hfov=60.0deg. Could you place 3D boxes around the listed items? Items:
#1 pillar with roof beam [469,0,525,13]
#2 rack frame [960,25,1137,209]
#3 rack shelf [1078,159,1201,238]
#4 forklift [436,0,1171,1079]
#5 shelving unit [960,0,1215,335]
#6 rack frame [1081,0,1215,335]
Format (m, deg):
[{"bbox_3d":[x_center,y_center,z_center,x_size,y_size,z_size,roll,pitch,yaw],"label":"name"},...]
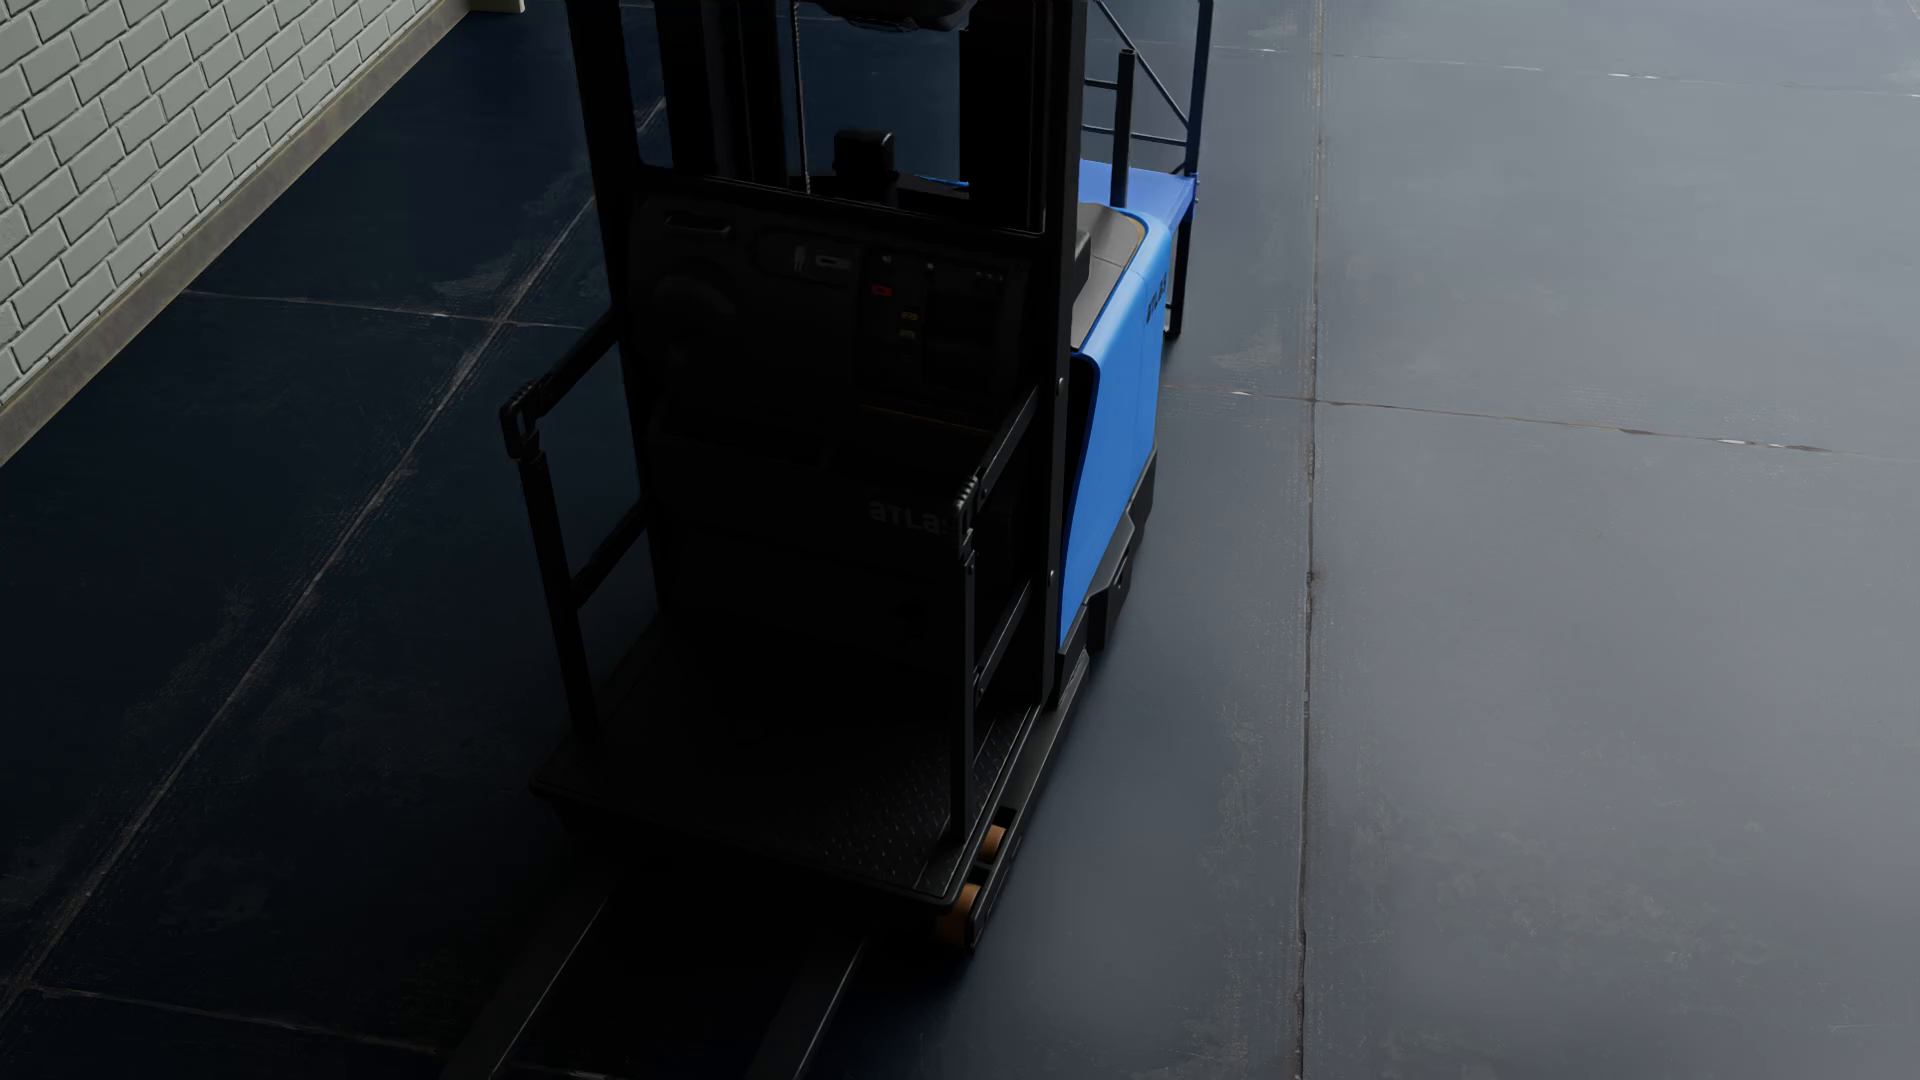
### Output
[{"bbox_3d":[1.877,-5.829,5.239,9.100,9.000,0.400,6,40,8],"label":"pillar with roof beam"},{"bbox_3d":[0.240,-0.792,5.031,0.500,1.500,0.032,13,41,15],"label":"rack frame"},{"bbox_3d":[0.413,-0.958,5.514,0.538,0.185,1.000,13,41,15],"label":"rack shelf"},{"bbox_3d":[-0.371,-0.438,3.479,1.130,2.935,3.031,13,41,15],"label":"forklift"},{"bbox_3d":[0.413,-1.097,5.400,0.538,1.500,1.048,13,41,15],"label":"shelving unit"},{"bbox_3d":[0.586,-1.402,5.768,0.500,1.500,0.032,13,41,15],"label":"rack frame"}]
